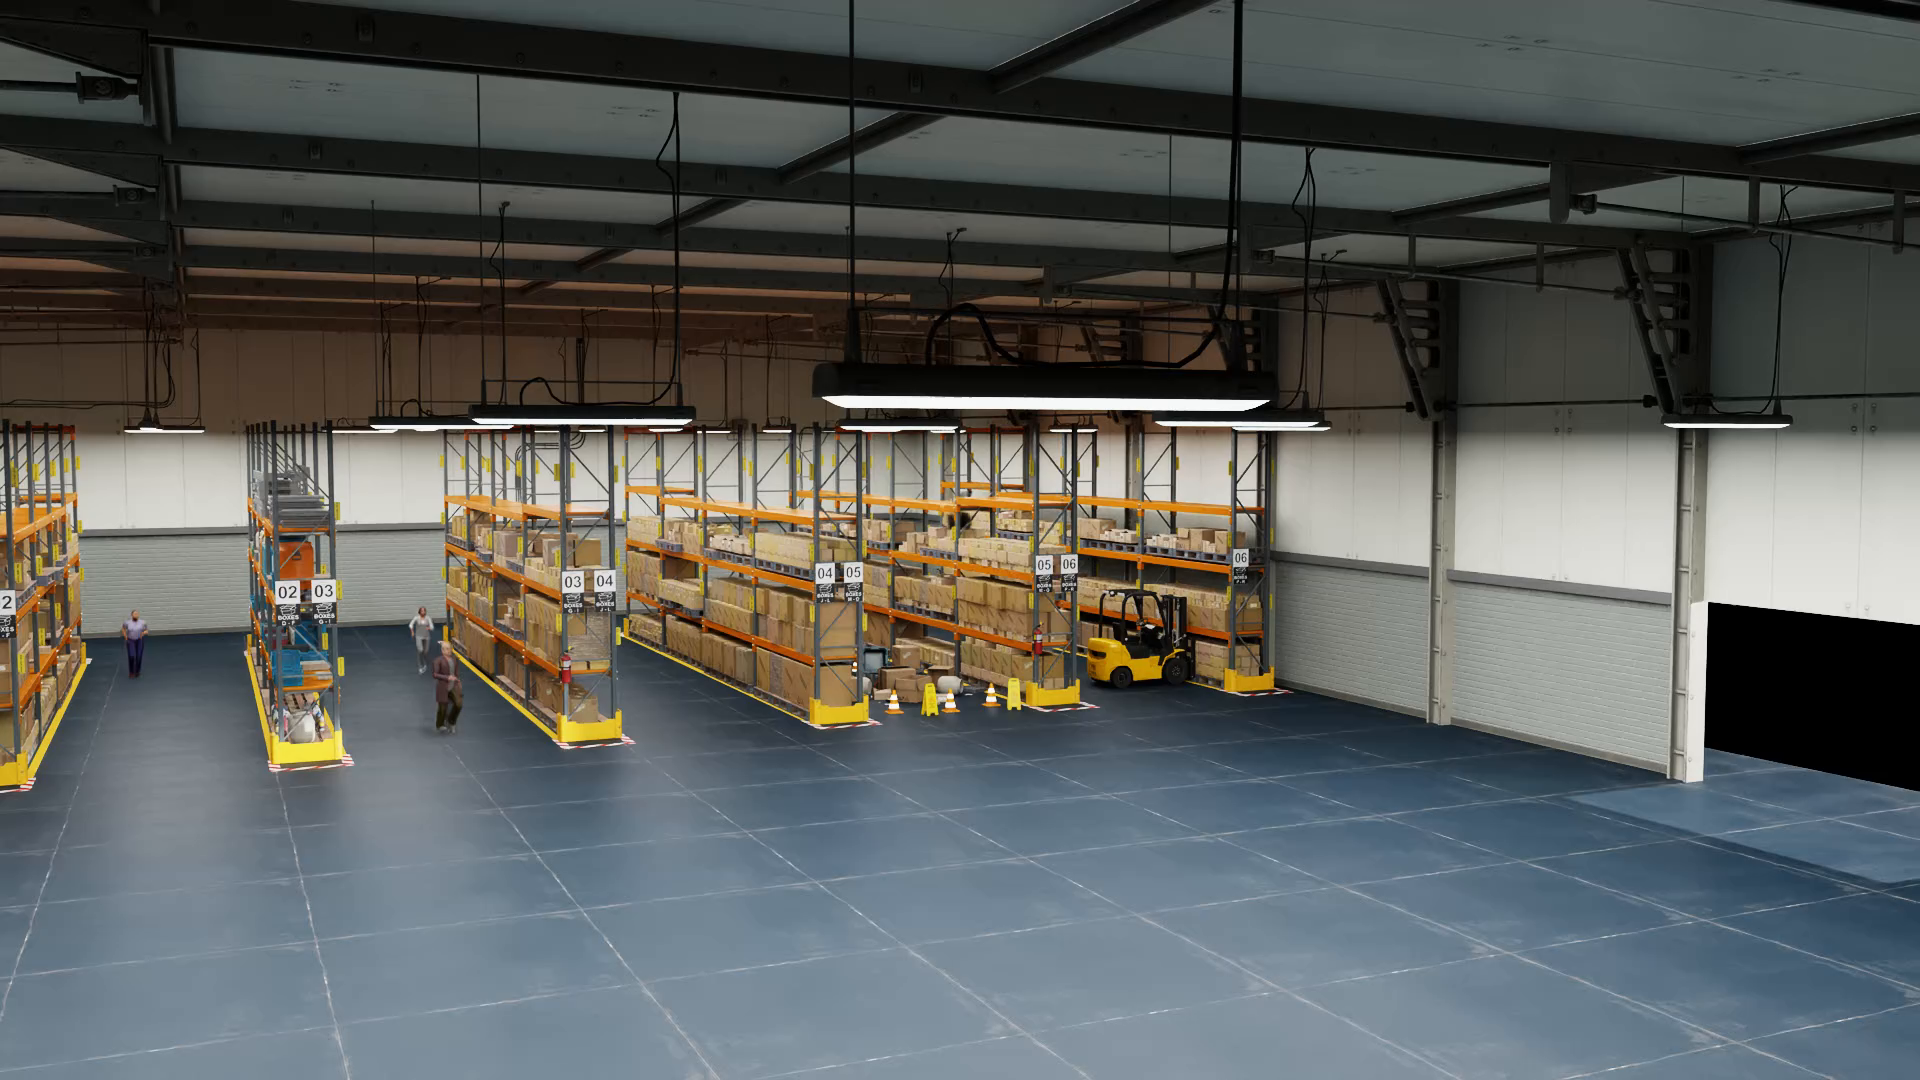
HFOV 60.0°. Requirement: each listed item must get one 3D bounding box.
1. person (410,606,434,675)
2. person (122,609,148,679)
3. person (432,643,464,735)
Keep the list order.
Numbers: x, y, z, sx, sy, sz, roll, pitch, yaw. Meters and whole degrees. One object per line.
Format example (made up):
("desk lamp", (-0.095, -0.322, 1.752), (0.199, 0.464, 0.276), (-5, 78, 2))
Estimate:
("person", (-12.957, 2.426, 40.084), (0.521, 1.634, 0.719), (-2, 4, -27))
("person", (-19.514, 2.465, 39.363), (0.526, 1.666, 0.796), (-2, 4, -34))
("person", (-9.799, 2.853, 31.808), (0.650, 1.780, 0.849), (-3, 5, -43))
